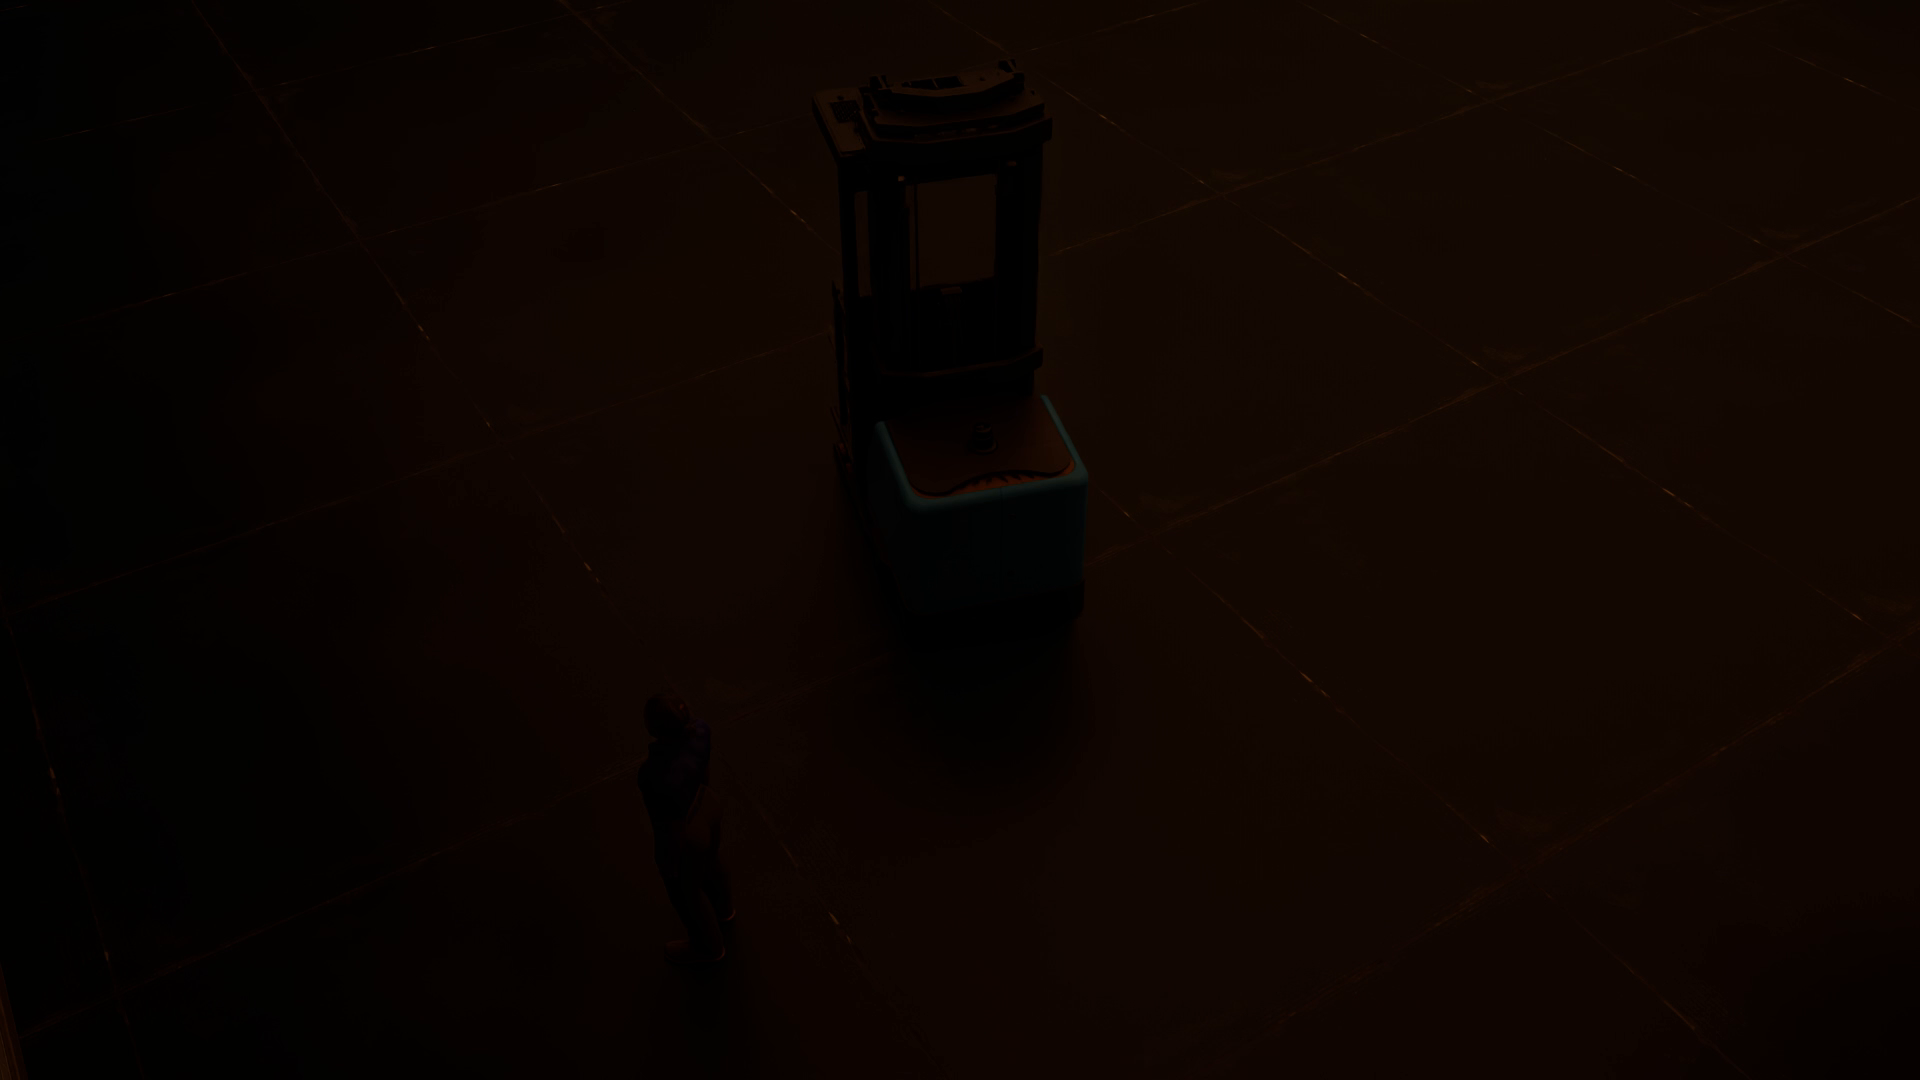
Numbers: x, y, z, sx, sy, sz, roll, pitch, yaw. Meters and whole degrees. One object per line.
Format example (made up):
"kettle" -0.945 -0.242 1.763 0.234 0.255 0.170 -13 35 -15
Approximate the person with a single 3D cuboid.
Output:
"person" -1.238 1.265 7.392 0.333 1.663 0.468 9 42 10

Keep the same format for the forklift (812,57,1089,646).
"forklift" -0.178 -1.492 9.578 1.130 2.935 3.031 -10 42 -12
